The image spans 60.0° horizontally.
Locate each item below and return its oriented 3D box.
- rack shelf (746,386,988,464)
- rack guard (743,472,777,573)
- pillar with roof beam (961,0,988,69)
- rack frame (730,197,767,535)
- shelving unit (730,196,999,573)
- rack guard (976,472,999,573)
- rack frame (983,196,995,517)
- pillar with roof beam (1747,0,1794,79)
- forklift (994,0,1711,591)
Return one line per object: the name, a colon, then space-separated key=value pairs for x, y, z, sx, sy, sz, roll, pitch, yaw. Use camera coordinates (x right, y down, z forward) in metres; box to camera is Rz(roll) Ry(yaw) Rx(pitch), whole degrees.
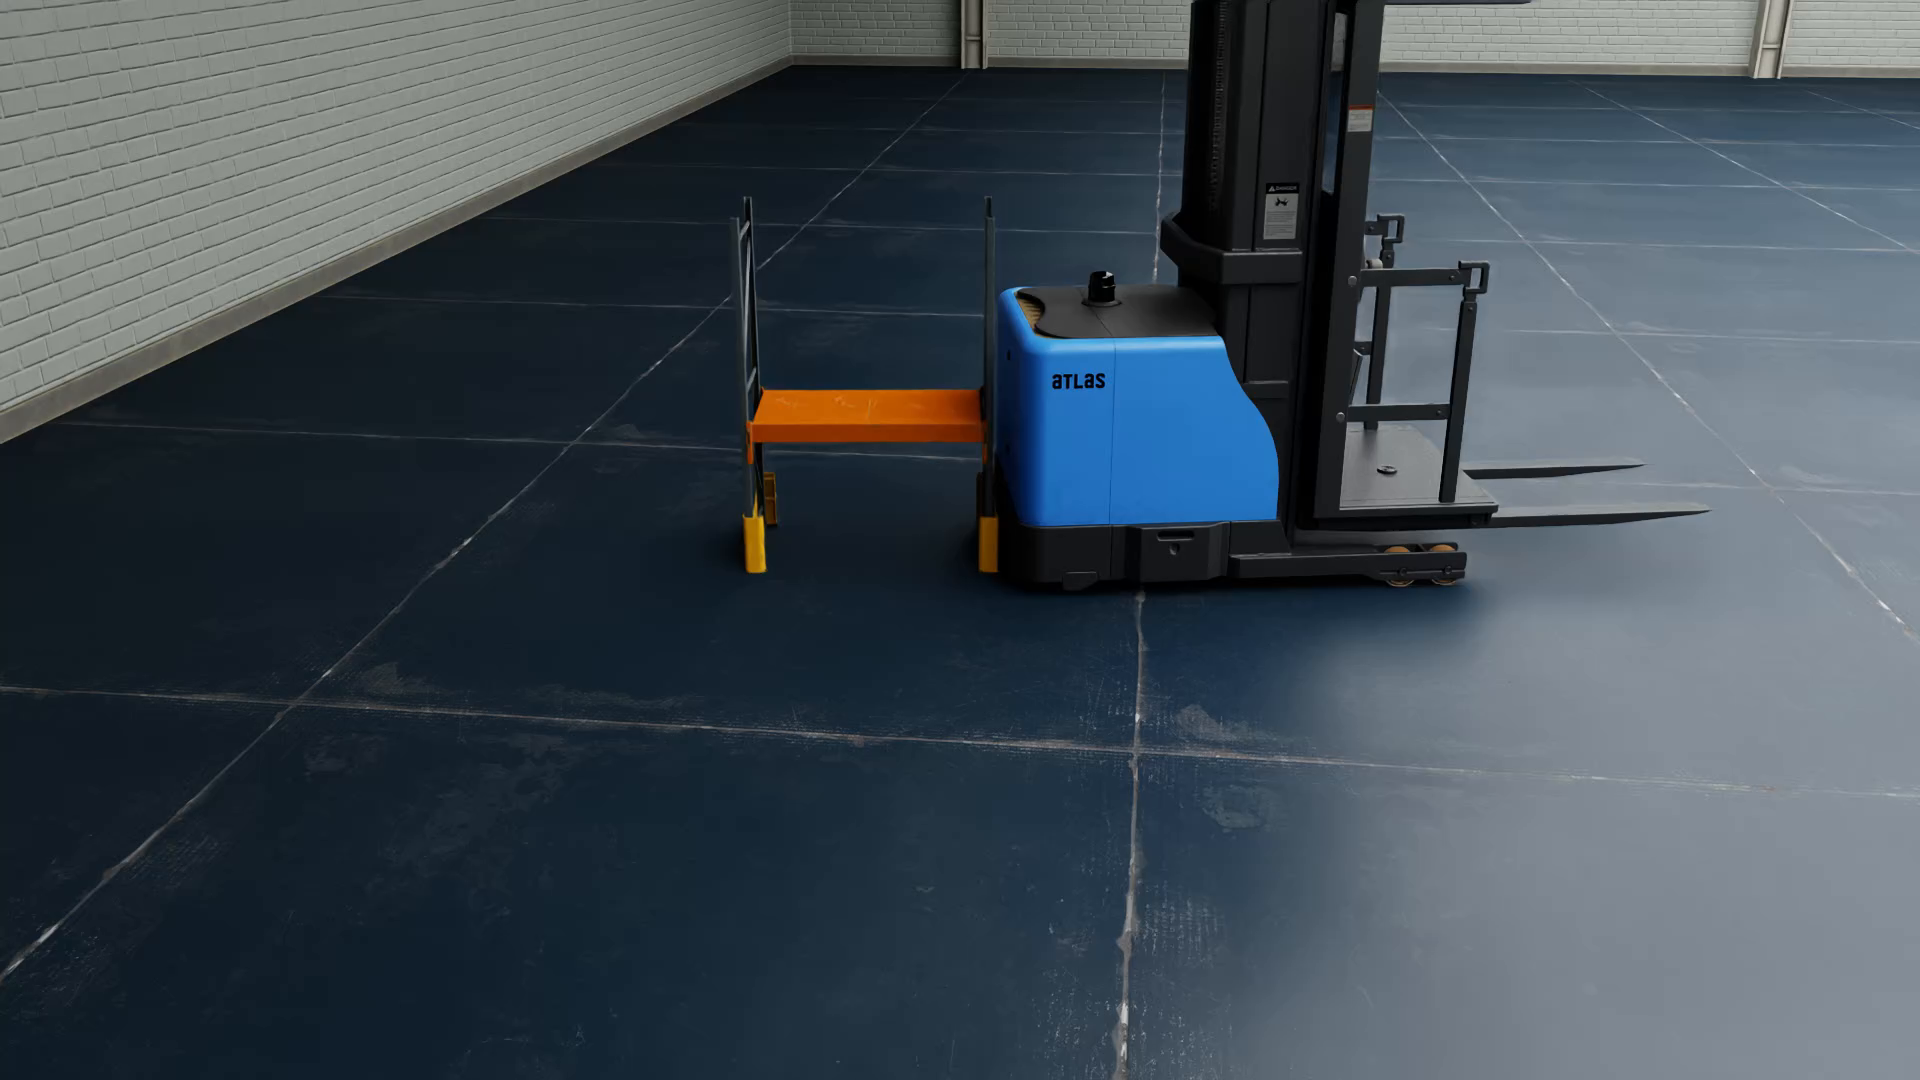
rack shelf: x=-0.387 y=-0.498 z=7.148 sx=1.000 sy=0.185 sz=0.538 roll=0 pitch=22 yaw=0
rack guard: x=-0.876 y=-0.083 z=7.309 sx=0.087 sy=0.250 sz=0.587 roll=0 pitch=22 yaw=0
pillar with roof beam: x=-0.278 y=-10.126 z=20.813 sx=0.400 sy=9.000 sz=9.100 roll=2 pitch=22 yaw=6
rack frame: x=-0.896 y=-0.664 z=7.079 sx=0.032 sy=1.500 sz=0.500 roll=0 pitch=22 yaw=0
shelving unit: x=-0.378 y=-0.665 z=7.082 sx=1.083 sy=1.500 sz=0.587 roll=0 pitch=22 yaw=0
rack guard: x=0.120 y=-0.085 z=7.315 sx=0.087 sy=0.250 sz=0.587 roll=0 pitch=22 yaw=0
rack frame: x=0.121 y=-0.666 z=7.086 sx=0.032 sy=1.500 sz=0.500 roll=0 pitch=22 yaw=0
pillar with roof beam: x=11.638 y=-9.607 z=19.499 sx=0.400 sy=9.000 sz=9.100 roll=2 pitch=22 yaw=6
forklift: x=1.700 y=-1.359 z=6.890 sx=3.031 sy=2.935 sz=1.130 roll=-2 pitch=22 yaw=-5
